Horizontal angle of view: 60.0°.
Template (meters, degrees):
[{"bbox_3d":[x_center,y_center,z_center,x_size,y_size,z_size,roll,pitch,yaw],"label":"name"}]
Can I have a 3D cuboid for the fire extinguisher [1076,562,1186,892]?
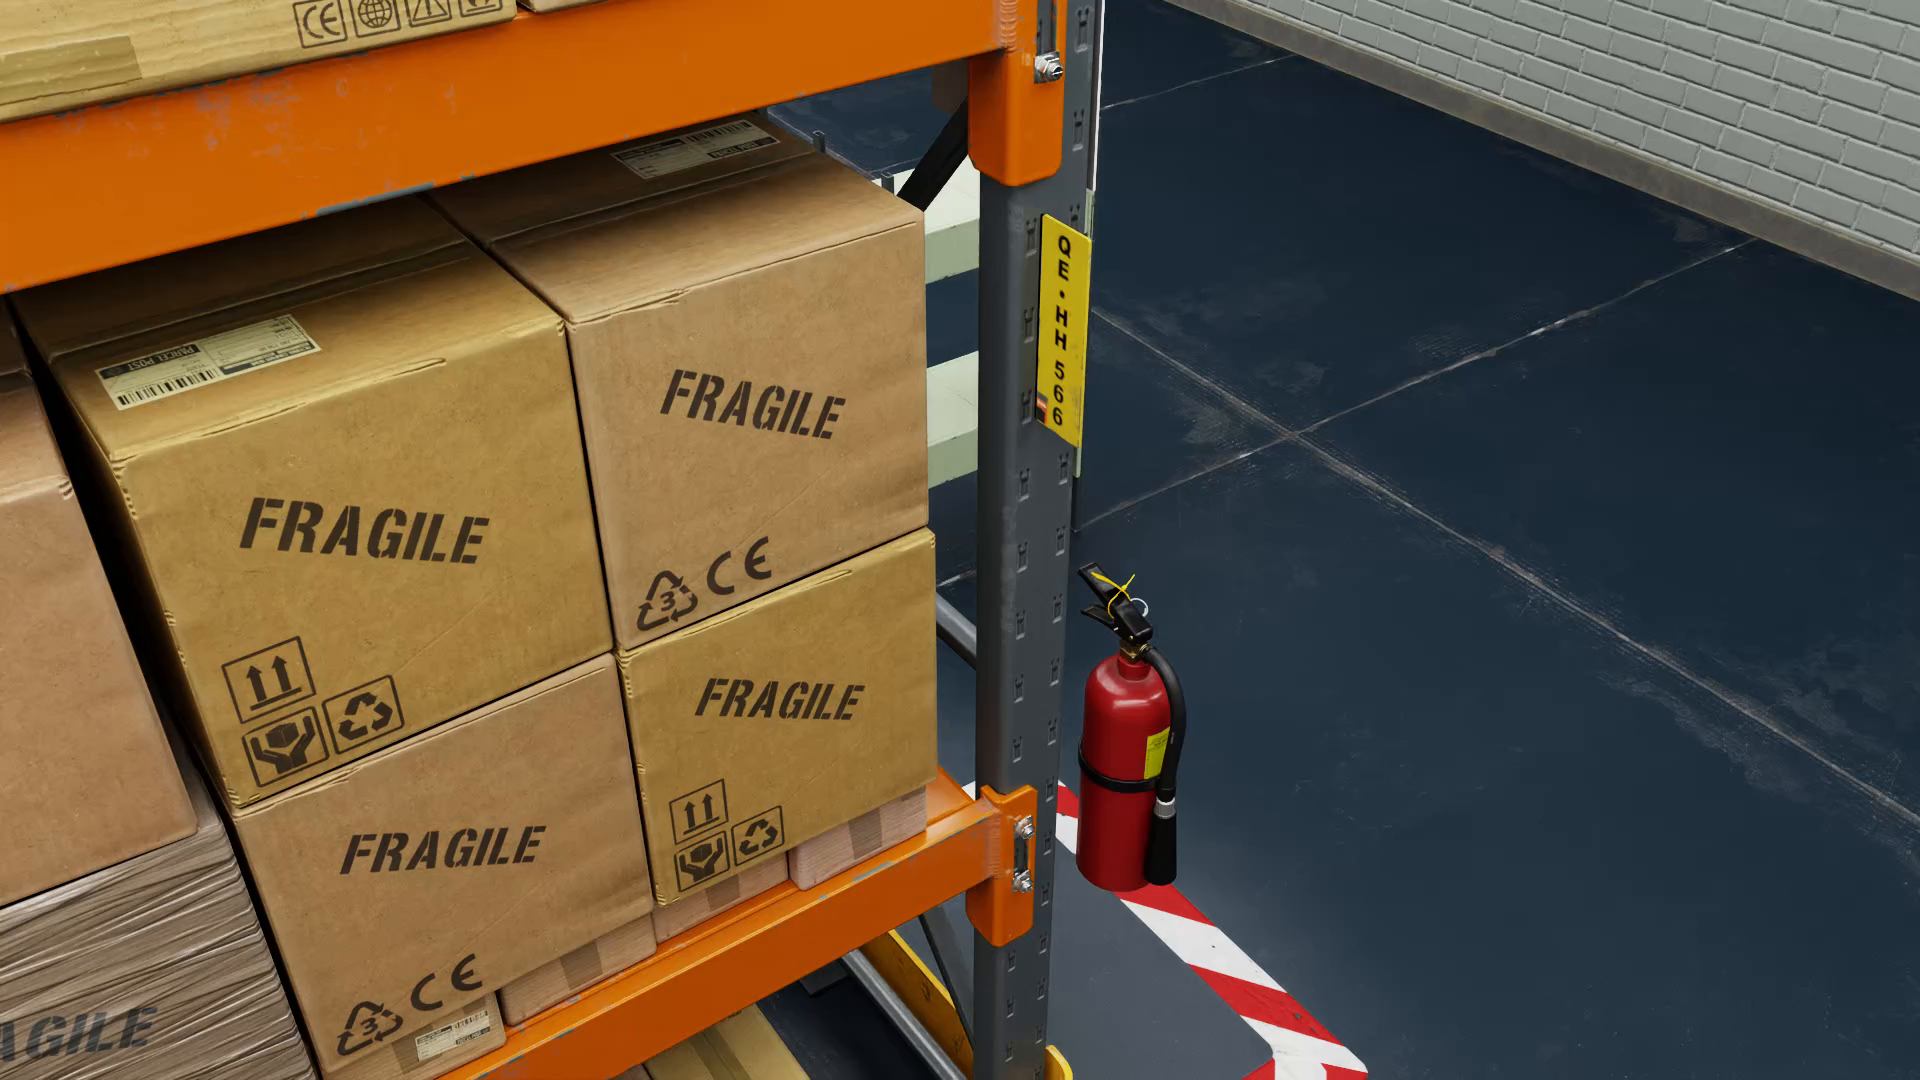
[{"bbox_3d":[0.311,0.359,3.068,0.183,0.674,0.296,-22,41,-28],"label":"fire extinguisher"}]

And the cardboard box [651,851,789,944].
[{"bbox_3d":[-0.489,0.453,2.767,0.250,0.149,0.380,-22,41,-28],"label":"cardboard box"}]

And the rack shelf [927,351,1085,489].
[{"bbox_3d":[-0.005,-0.342,5.499,0.720,0.370,0.431,-22,41,-28],"label":"rack shelf"}]

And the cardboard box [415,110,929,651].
[{"bbox_3d":[-0.391,-0.254,2.338,0.500,0.500,0.500,-23,42,-29],"label":"cardboard box"}]

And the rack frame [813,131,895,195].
[{"bbox_3d":[-0.305,-0.484,5.138,0.023,1.500,0.400,-22,41,-28],"label":"rack frame"}]

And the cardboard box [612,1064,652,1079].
[{"bbox_3d":[-0.686,1.142,3.166,0.250,0.149,0.380,-22,41,-27],"label":"cardboard box"}]

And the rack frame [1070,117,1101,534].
[{"bbox_3d":[0.294,-0.730,5.480,0.023,1.500,0.400,-22,41,-28],"label":"rack frame"}]

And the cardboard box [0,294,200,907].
[{"bbox_3d":[-1.225,0.095,1.852,0.500,0.500,0.500,-20,40,-26],"label":"cardboard box"}]

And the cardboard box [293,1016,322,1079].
[{"bbox_3d":[-1.113,0.716,2.401,0.250,0.149,0.380,-24,42,-30],"label":"cardboard box"}]

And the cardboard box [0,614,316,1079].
[{"bbox_3d":[-1.212,0.499,2.147,0.500,0.500,0.500,-22,41,-28],"label":"cardboard box"}]

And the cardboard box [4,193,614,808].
[{"bbox_3d":[-0.805,-0.084,2.101,0.500,0.500,0.500,-24,42,-29],"label":"cardboard box"}]

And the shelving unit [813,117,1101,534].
[{"bbox_3d":[-0.005,-0.607,5.309,0.755,1.500,0.431,-22,41,-28],"label":"shelving unit"}]

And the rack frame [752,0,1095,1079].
[{"bbox_3d":[-0.161,0.040,3.125,0.127,3.000,1.000,-22,41,-28],"label":"rack frame"}]

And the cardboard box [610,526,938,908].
[{"bbox_3d":[-0.380,0.153,2.628,0.500,0.500,0.500,-21,41,-27],"label":"cardboard box"}]

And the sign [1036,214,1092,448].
[{"bbox_3d":[0.143,-0.286,2.317,0.005,0.325,0.100,-22,41,-28],"label":"sign"}]

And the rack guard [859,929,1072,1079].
[{"bbox_3d":[-0.223,1.081,3.819,0.348,0.500,1.175,-22,41,-28],"label":"rack guard"}]

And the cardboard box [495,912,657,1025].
[{"bbox_3d":[-0.685,0.544,2.640,0.250,0.149,0.380,-23,42,-28],"label":"cardboard box"}]

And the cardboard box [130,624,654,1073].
[{"bbox_3d":[-0.804,0.324,2.391,0.500,0.500,0.500,-23,42,-29],"label":"cardboard box"}]

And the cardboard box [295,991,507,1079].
[{"bbox_3d":[-0.881,0.641,2.505,0.250,0.149,0.380,-21,41,-27],"label":"cardboard box"}]

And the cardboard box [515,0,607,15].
[{"bbox_3d":[-0.380,-0.837,1.905,0.500,0.250,0.500,-23,42,-29],"label":"cardboard box"}]

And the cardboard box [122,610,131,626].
[{"bbox_3d":[-1.109,0.090,2.715,0.500,0.500,0.500,-22,41,-28],"label":"cardboard box"}]

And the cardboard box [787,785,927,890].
[{"bbox_3d":[-0.264,0.387,2.858,0.250,0.149,0.380,-22,41,-28],"label":"cardboard box"}]

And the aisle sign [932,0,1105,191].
[{"bbox_3d":[0.072,-0.896,2.201,0.004,0.787,0.394,-22,41,-28],"label":"aisle sign"}]

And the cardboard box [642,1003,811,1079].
[{"bbox_3d":[-0.447,1.085,3.245,0.250,0.149,0.380,-22,41,-27],"label":"cardboard box"}]

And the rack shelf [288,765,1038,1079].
[{"bbox_3d":[-1.795,1.005,2.400,4.000,0.370,1.077,-22,41,-28],"label":"rack shelf"}]

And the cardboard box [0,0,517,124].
[{"bbox_3d":[-0.793,-0.662,1.661,0.500,0.250,0.500,-22,41,-28],"label":"cardboard box"}]

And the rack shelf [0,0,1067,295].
[{"bbox_3d":[-1.795,-0.213,1.524,4.000,0.370,1.077,-22,41,-28],"label":"rack shelf"}]

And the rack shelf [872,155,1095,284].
[{"bbox_3d":[-0.005,-0.923,5.081,0.720,0.370,0.431,-22,41,-28],"label":"rack shelf"}]
